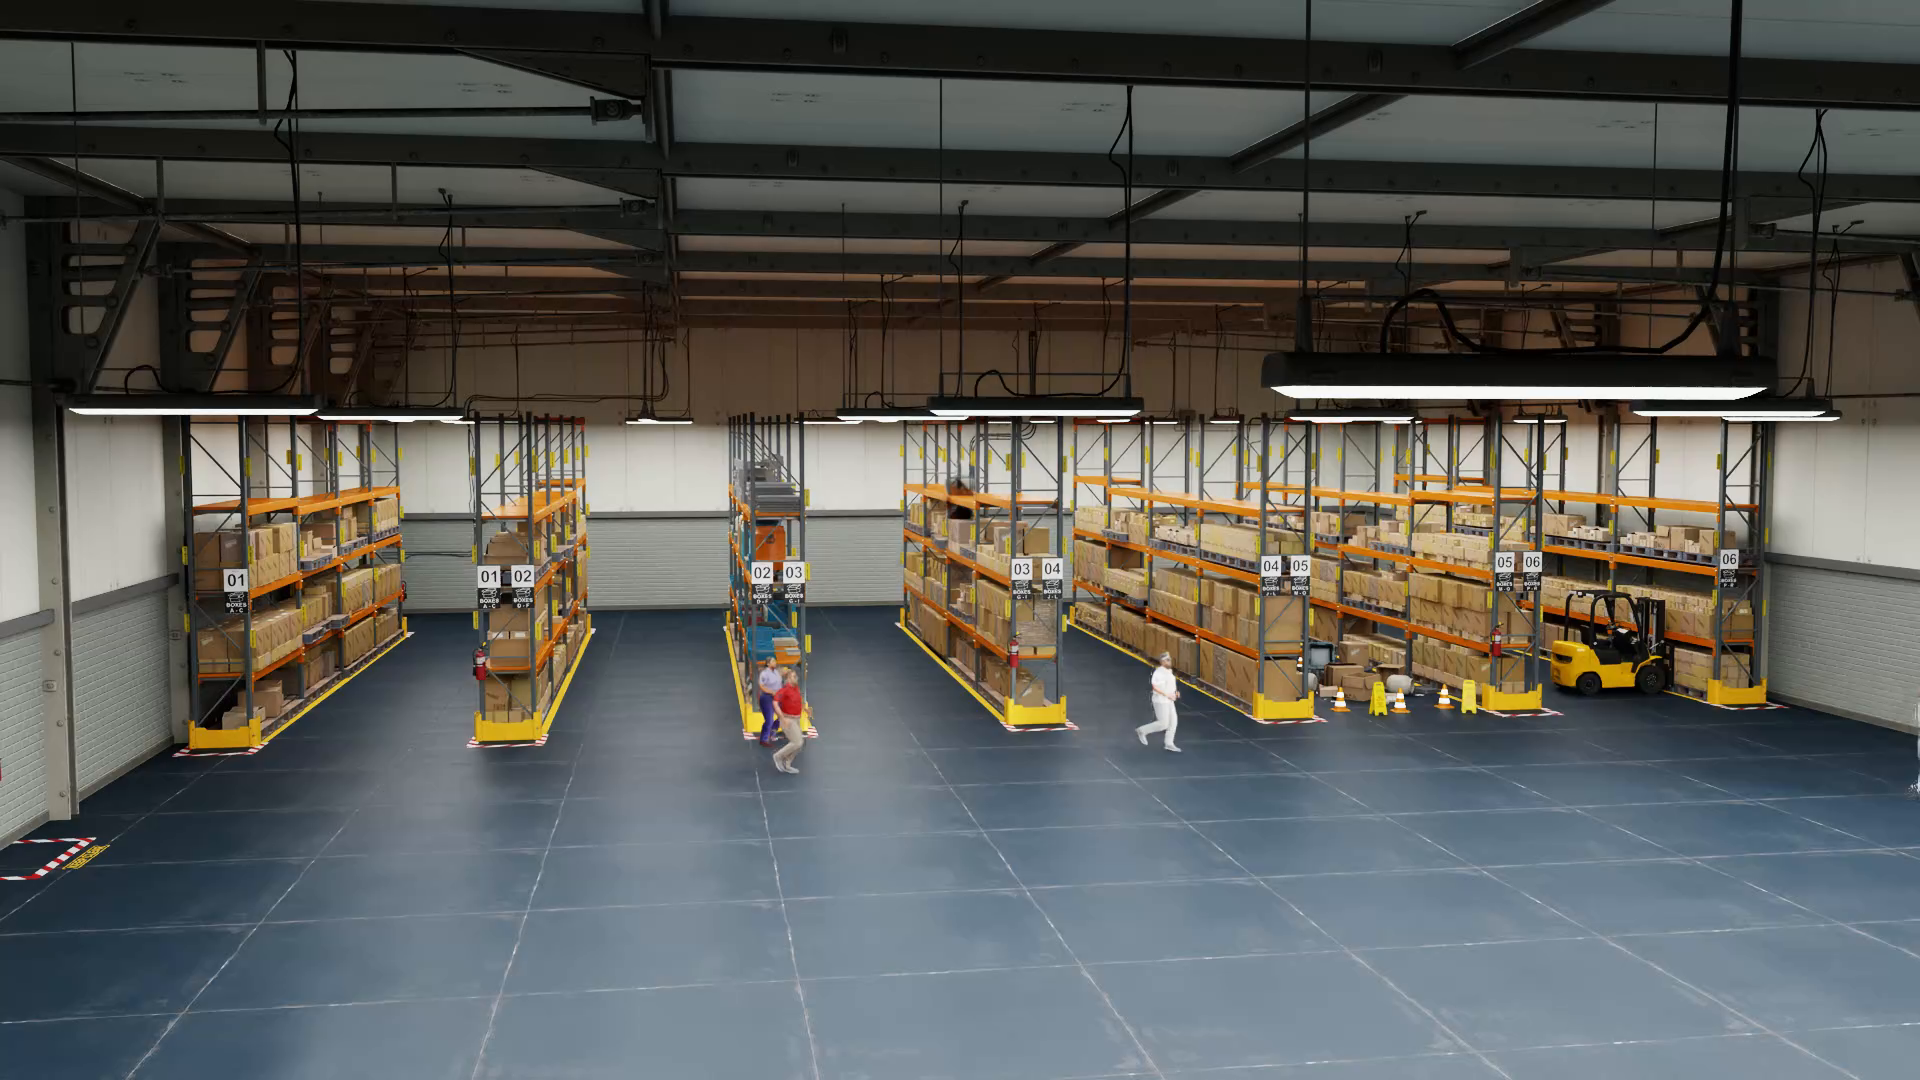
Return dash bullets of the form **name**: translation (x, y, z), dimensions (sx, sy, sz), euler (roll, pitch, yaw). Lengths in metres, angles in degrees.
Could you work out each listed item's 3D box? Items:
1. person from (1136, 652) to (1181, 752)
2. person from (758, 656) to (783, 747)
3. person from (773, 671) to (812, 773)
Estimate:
- **person**: translation (3.566, 2.853, 29.498), dimensions (0.782, 1.780, 0.668), euler (2, 4, 28)
- **person**: translation (-3.347, 2.893, 29.843), dimensions (0.551, 1.621, 0.646), euler (3, 5, 36)
- **person**: translation (-2.772, 3.008, 27.516), dimensions (0.594, 1.694, 0.675), euler (1, 4, 15)
